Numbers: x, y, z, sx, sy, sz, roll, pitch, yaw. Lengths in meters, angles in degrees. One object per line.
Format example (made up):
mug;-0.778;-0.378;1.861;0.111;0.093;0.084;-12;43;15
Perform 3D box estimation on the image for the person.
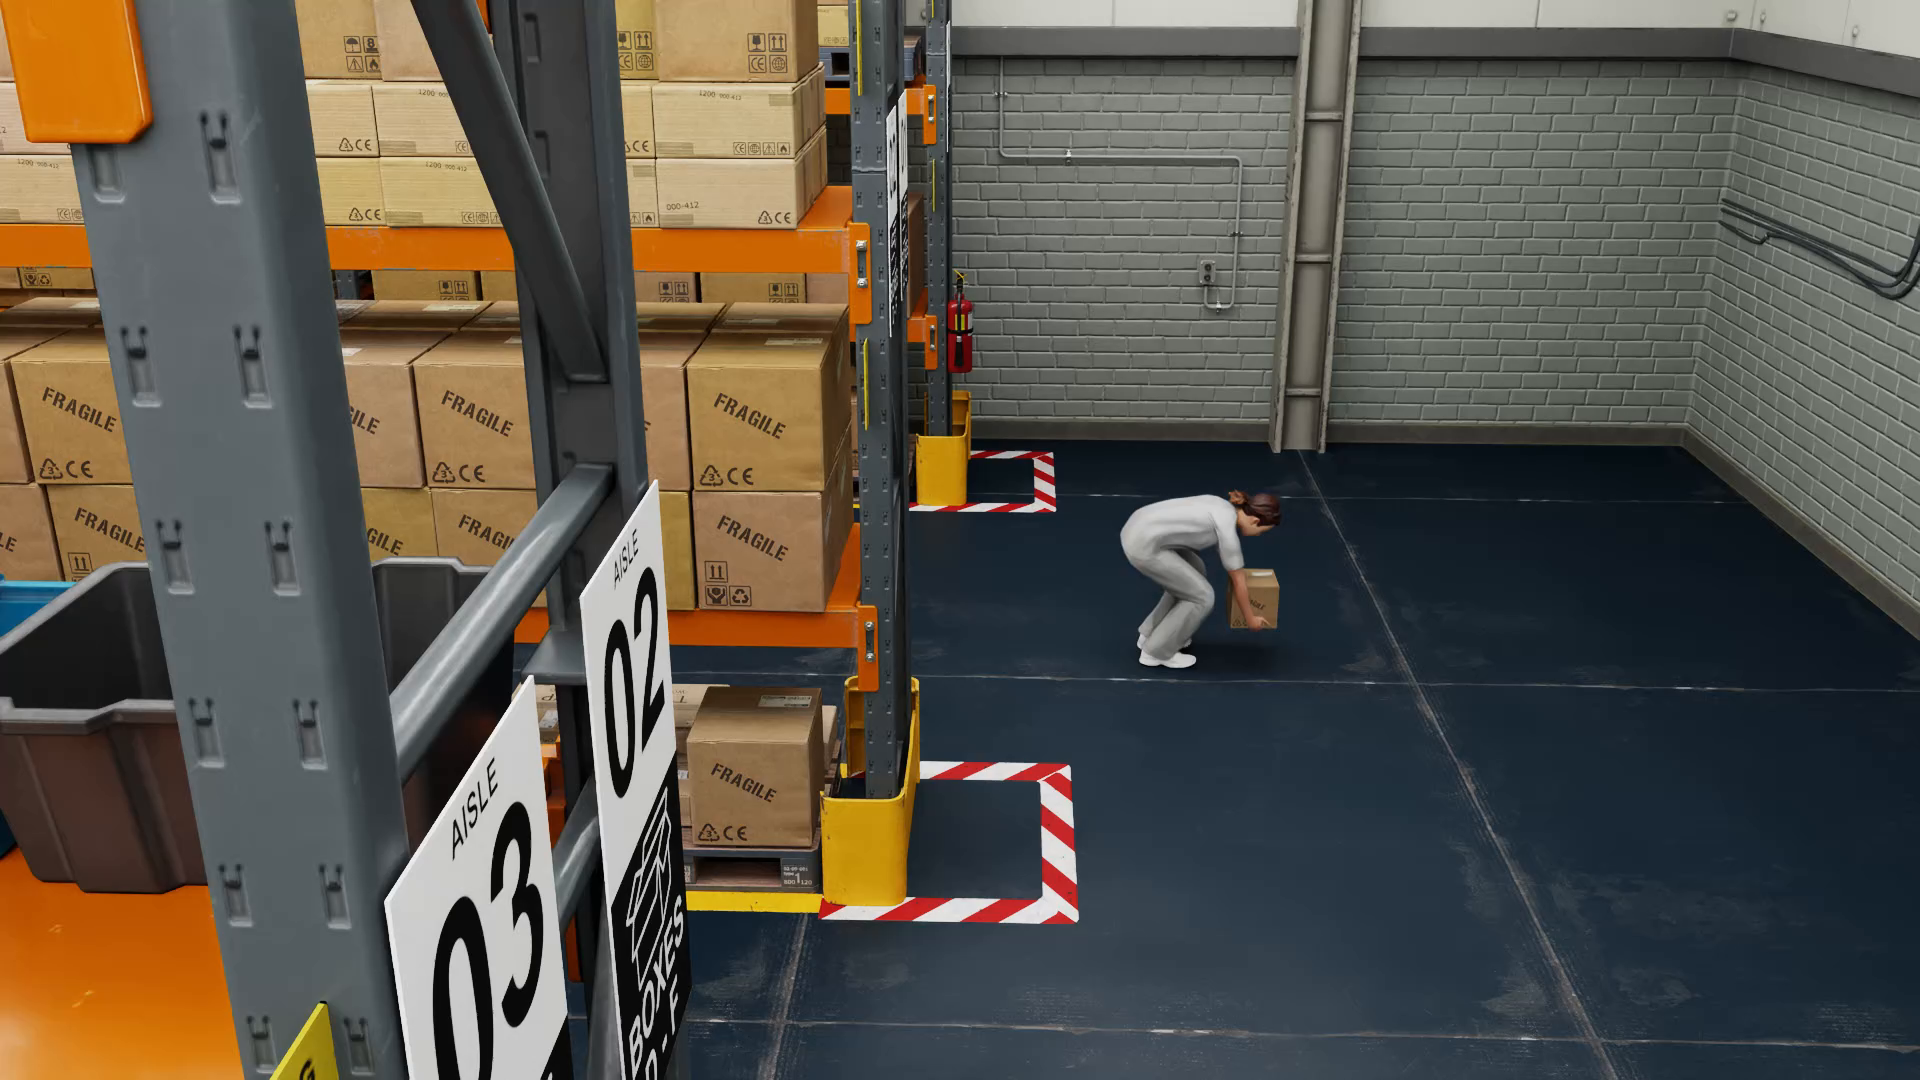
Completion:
person;1.302;0.195;9.074;0.864;0.961;0.475;0;21;-1
